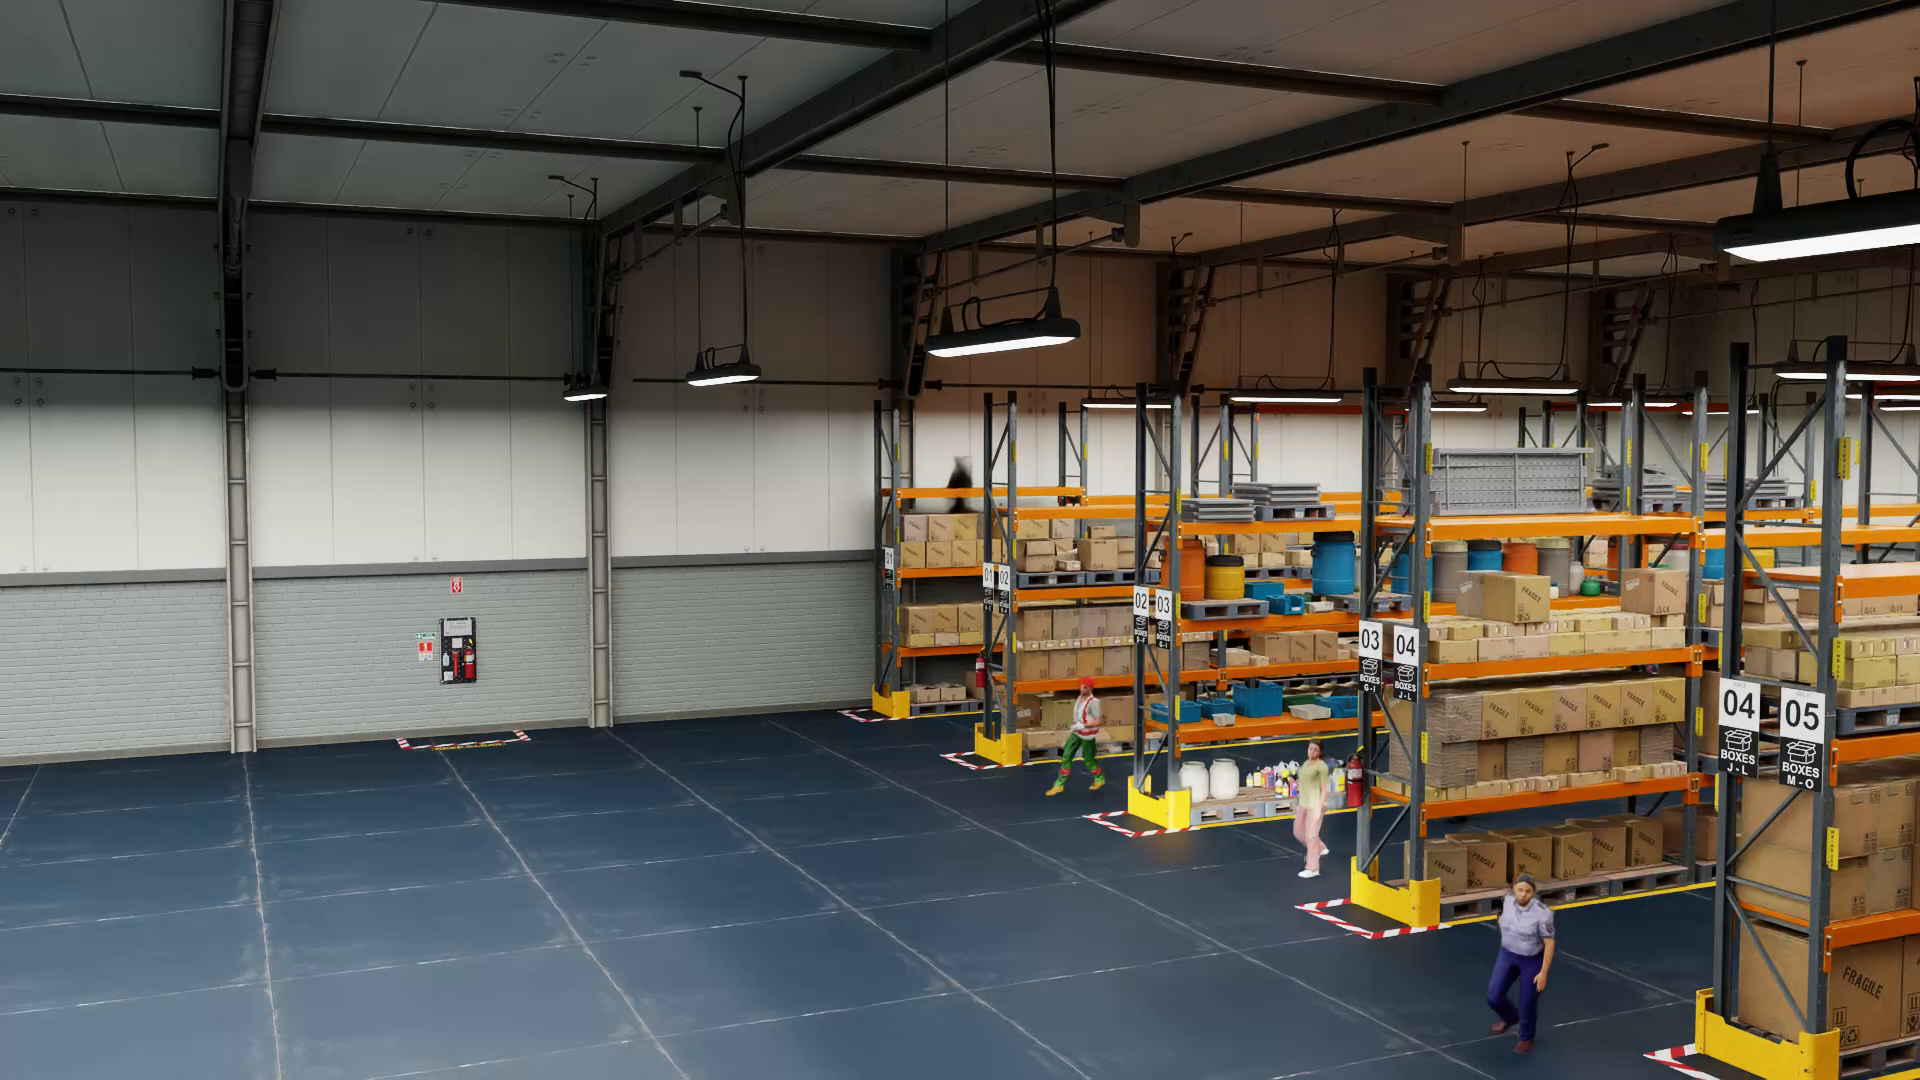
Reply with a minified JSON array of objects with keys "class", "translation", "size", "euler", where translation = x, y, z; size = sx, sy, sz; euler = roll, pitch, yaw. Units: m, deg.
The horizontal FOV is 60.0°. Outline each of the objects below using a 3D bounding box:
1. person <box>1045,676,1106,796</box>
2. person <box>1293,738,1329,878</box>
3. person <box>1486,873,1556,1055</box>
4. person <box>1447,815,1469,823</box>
[{"class":"person","translation":[1.816,2.837,24.180],"size":[0.974,1.747,0.713],"euler":[-3,4,-38]},{"class":"person","translation":[4.245,3.169,19.877],"size":[0.579,1.656,0.618],"euler":[-2,4,-26]},{"class":"person","translation":[4.742,3.593,14.030],"size":[0.640,1.540,0.547],"euler":[3,4,42]},{"class":"person","translation":[6.753,3.096,22.532],"size":[0.883,1.532,0.681],"euler":[-2,4,-29]}]
